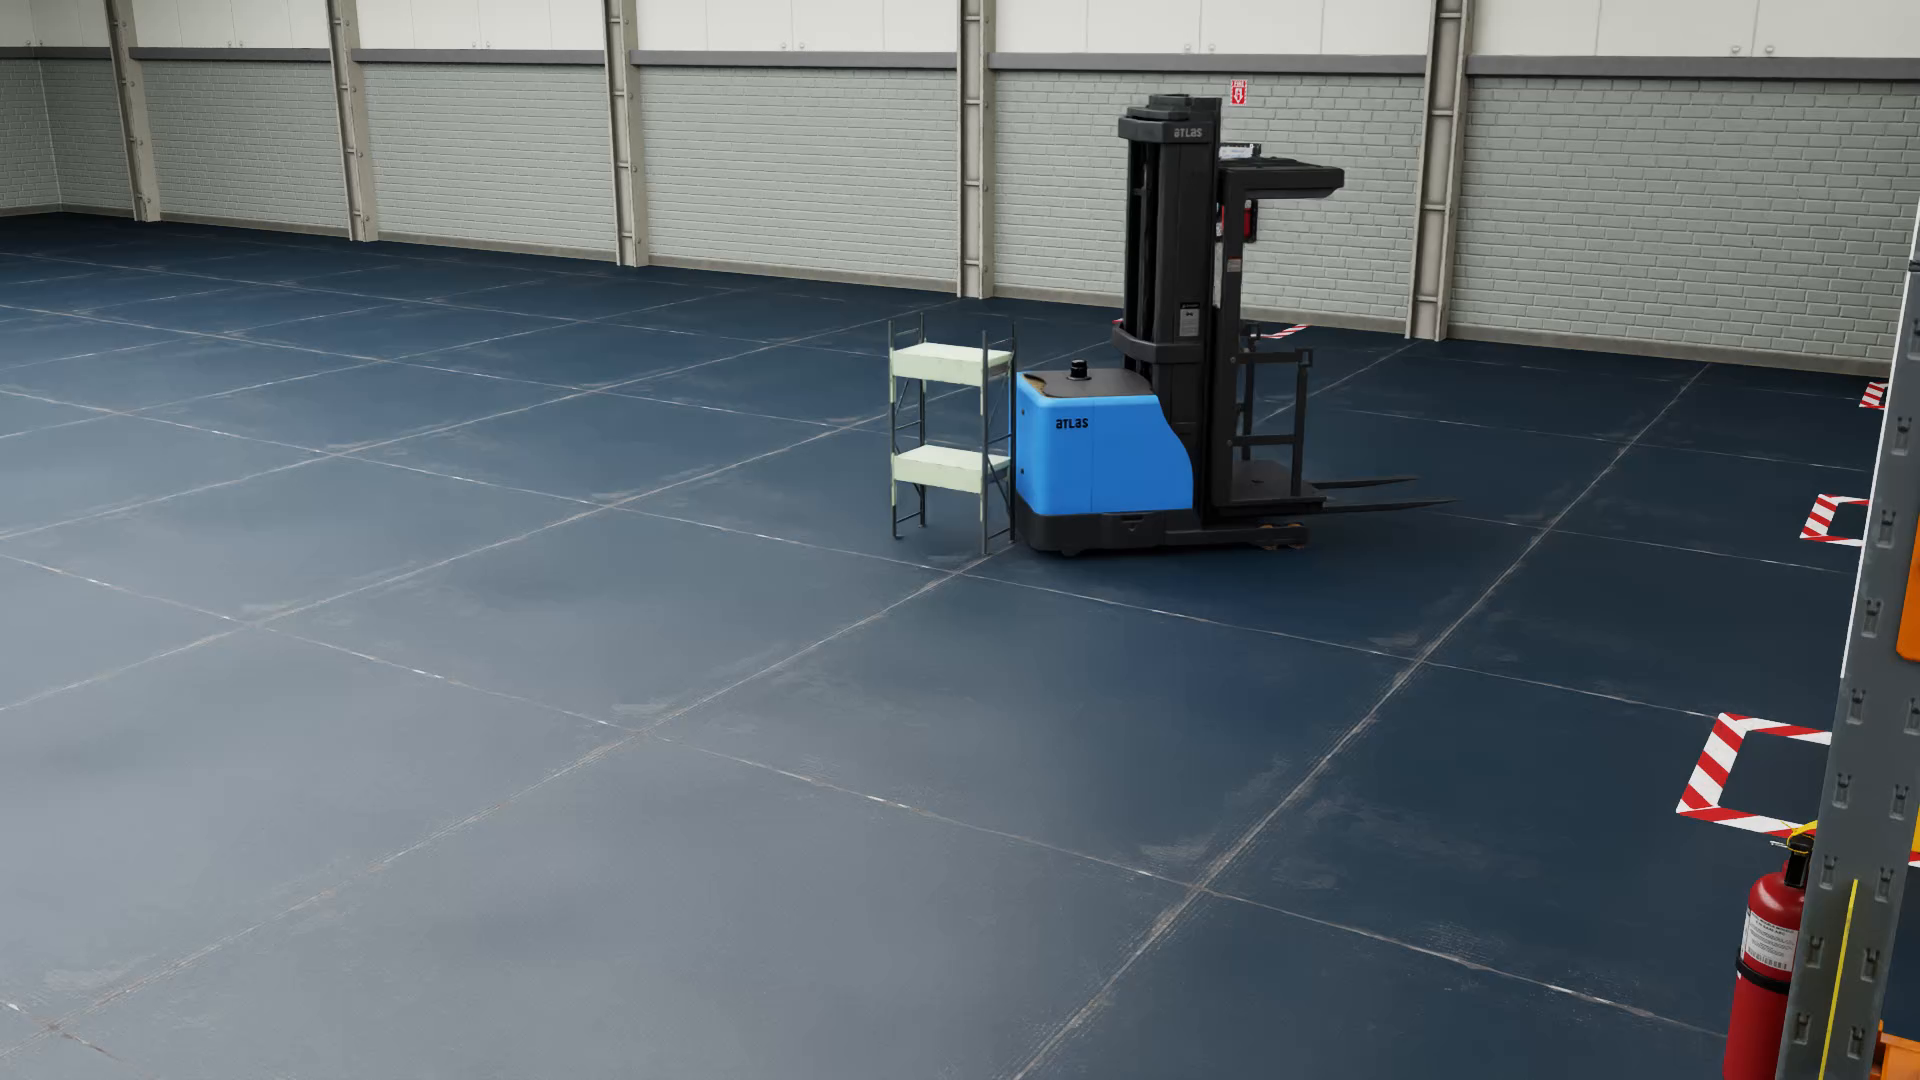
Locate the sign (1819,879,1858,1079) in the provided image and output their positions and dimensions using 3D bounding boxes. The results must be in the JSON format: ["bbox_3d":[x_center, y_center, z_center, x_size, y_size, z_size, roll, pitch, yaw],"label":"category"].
[{"bbox_3d":[1.322,0.676,2.506,0.005,0.325,0.100,10,20,30],"label":"sign"}]

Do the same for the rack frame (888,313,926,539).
[{"bbox_3d":[-0.359,-0.774,11.350,0.023,1.500,0.400,10,20,31],"label":"rack frame"}]

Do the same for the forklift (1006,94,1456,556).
[{"bbox_3d":[1.894,-1.483,11.220,3.031,2.935,1.130,-3,17,-10],"label":"forklift"}]

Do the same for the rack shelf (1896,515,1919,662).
[{"bbox_3d":[3.310,0.169,1.742,4.000,0.370,1.077,10,20,30],"label":"rack shelf"}]

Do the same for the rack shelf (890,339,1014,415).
[{"bbox_3d":[-0.050,-1.091,11.050,0.720,0.370,0.431,10,20,31],"label":"rack shelf"}]

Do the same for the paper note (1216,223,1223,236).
[{"bbox_3d":[3.118,-3.753,20.091,0.142,0.148,0.016,10,20,30],"label":"paper note"}]

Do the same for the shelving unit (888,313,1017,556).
[{"bbox_3d":[-0.050,-0.718,11.163,0.755,1.500,0.431,10,20,31],"label":"shelving unit"}]

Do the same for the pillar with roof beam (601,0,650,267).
[{"bbox_3d":[-7.160,-7.375,20.177,0.400,9.000,9.100,10,20,30],"label":"pillar with roof beam"}]

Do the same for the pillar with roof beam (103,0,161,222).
[{"bbox_3d":[-17.385,-9.200,26.186,0.400,9.000,9.100,10,20,30],"label":"pillar with roof beam"}]

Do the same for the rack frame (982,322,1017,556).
[{"bbox_3d":[0.260,-0.661,10.976,0.023,1.500,0.400,10,20,31],"label":"rack frame"}]

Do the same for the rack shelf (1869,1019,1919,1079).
[{"bbox_3d":[3.310,1.604,2.178,4.000,0.370,1.077,10,20,30],"label":"rack shelf"}]

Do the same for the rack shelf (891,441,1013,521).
[{"bbox_3d":[-0.050,-0.406,11.258,0.720,0.370,0.431,10,20,31],"label":"rack shelf"}]

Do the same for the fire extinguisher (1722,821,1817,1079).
[{"bbox_3d":[1.749,0.861,3.519,0.183,0.674,0.296,10,20,30],"label":"fire extinguisher"}]

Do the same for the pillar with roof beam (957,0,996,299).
[{"bbox_3d":[-2.047,-6.462,17.172,0.400,9.000,9.100,10,20,30],"label":"pillar with roof beam"}]

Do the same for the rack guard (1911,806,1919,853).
[{"bbox_3d":[4.287,0.925,7.477,0.348,0.500,1.175,10,20,30],"label":"rack guard"}]

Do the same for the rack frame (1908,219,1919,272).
[{"bbox_3d":[1.605,-1.915,2.203,0.127,3.000,1.000,10,20,30],"label":"rack frame"}]

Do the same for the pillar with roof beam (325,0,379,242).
[{"bbox_3d":[-12.272,-8.287,23.181,0.400,9.000,9.100,10,20,30],"label":"pillar with roof beam"}]

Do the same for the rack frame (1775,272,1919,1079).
[{"bbox_3d":[1.605,0.956,3.075,0.127,3.000,1.000,10,20,30],"label":"rack frame"}]

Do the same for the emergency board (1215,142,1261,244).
[{"bbox_3d":[3.233,-4.131,19.818,0.643,1.169,0.194,10,20,30],"label":"emergency board"}]

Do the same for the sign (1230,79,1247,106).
[{"bbox_3d":[3.278,-5.266,19.567,0.199,0.298,0.001,10,20,30],"label":"sign"}]

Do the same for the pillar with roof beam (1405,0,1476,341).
[{"bbox_3d":[3.066,-5.550,14.168,0.400,9.000,9.100,10,20,30],"label":"pillar with roof beam"}]

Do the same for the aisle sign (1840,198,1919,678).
[{"bbox_3d":[1.396,-0.223,2.483,0.004,0.787,0.394,10,20,30],"label":"aisle sign"}]
